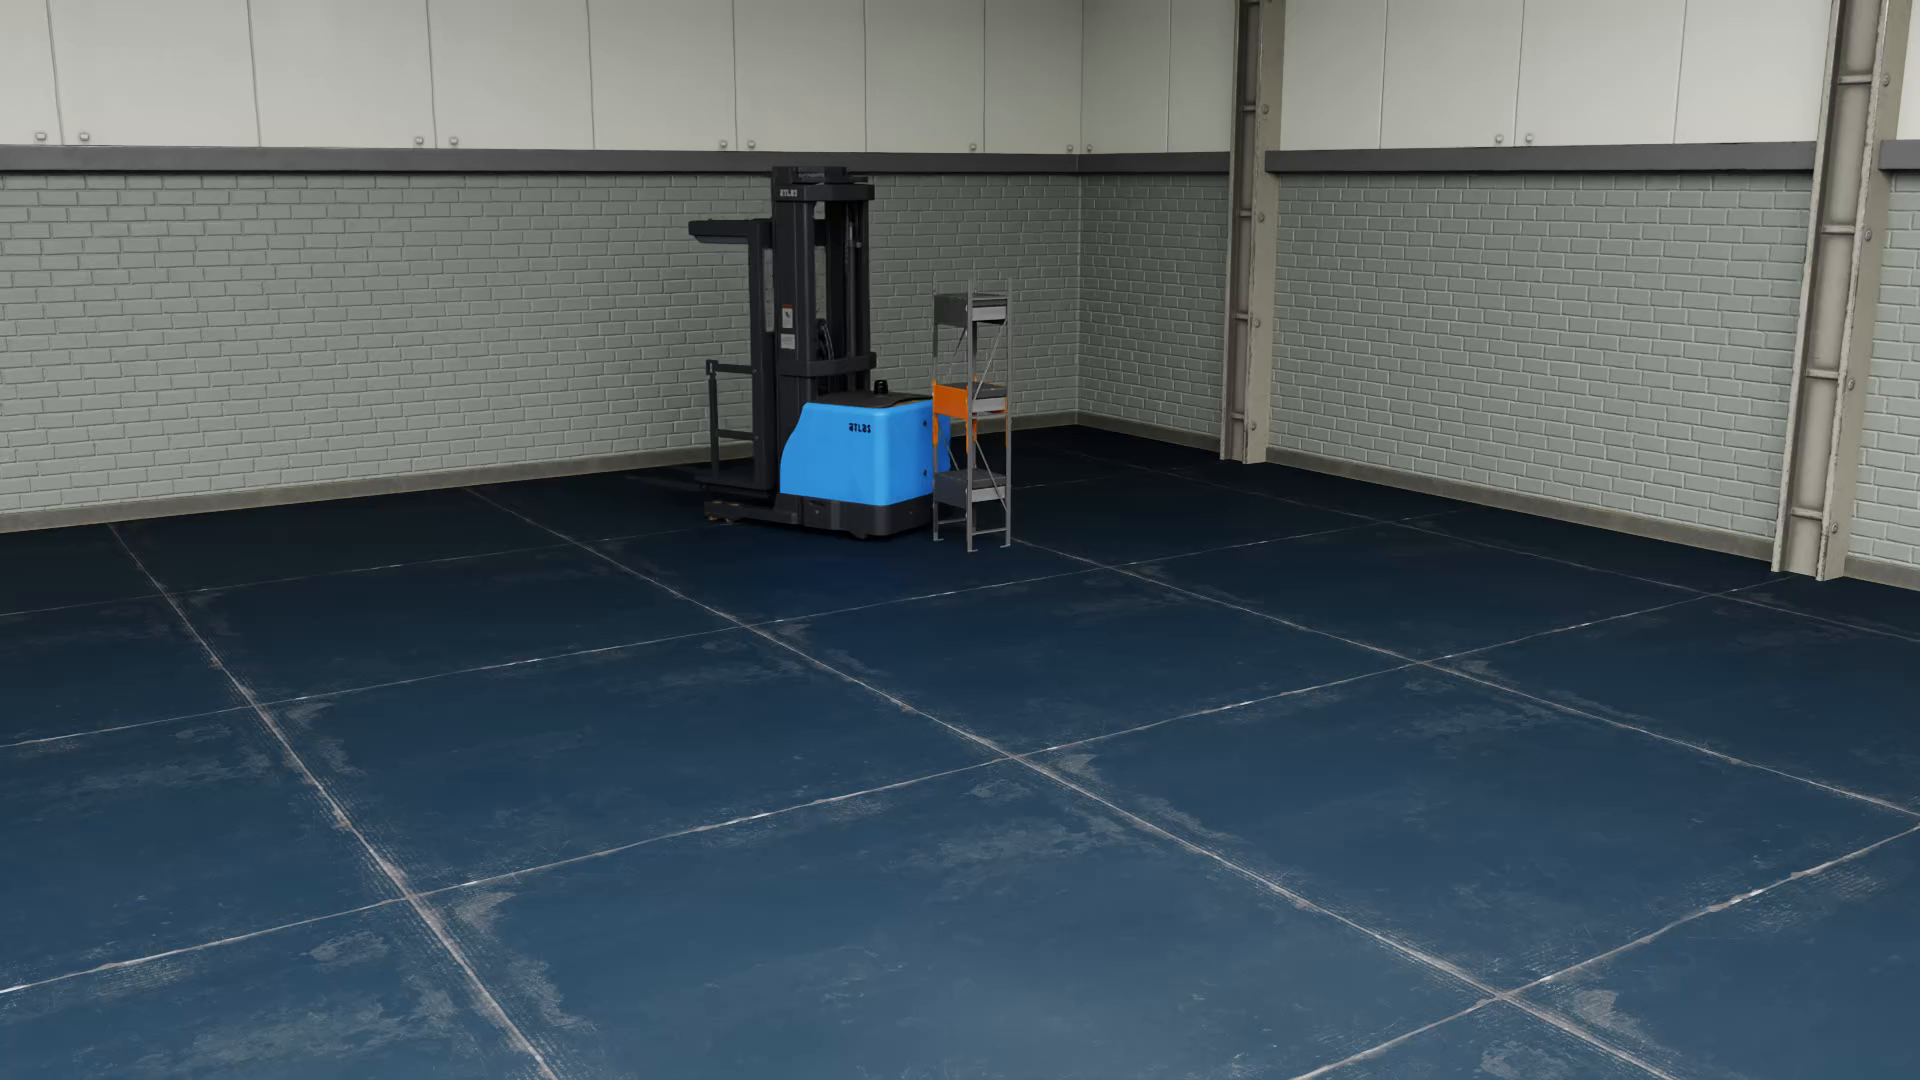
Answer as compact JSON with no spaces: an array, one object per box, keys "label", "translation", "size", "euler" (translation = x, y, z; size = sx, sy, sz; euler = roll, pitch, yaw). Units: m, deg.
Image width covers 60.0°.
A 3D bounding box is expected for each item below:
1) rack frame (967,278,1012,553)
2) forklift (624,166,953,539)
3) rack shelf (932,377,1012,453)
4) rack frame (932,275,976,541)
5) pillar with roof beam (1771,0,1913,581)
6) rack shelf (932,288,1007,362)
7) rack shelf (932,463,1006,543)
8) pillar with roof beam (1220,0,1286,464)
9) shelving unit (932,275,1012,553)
[{"label":"rack frame","translation":[0.227,-0.953,12.804],"size":[0.400,2.100,0.015],"euler":[-8,15,-33]},{"label":"forklift","translation":[-1.572,-1.659,14.087],"size":[3.031,2.935,1.130],"euler":[8,15,33]},{"label":"rack shelf","translation":[0.092,-0.983,13.006],"size":[0.431,0.518,0.480],"euler":[-8,15,-33]},{"label":"rack frame","translation":[-0.043,-1.040,13.201],"size":[0.400,2.100,0.015],"euler":[-8,15,-33]},{"label":"pillar with roof beam","translation":[2.662,-3.643,8.958],"size":[9.100,9.000,0.400],"euler":[-8,15,-33]},{"label":"rack shelf","translation":[0.092,-1.667,12.856],"size":[0.431,0.518,0.480],"euler":[-8,15,-33]},{"label":"rack shelf","translation":[0.092,-0.299,13.155],"size":[0.431,0.518,0.480],"euler":[-8,15,-33]},{"label":"pillar with roof beam","translation":[-0.663,-4.710,13.838],"size":[9.100,9.000,0.400],"euler":[-8,15,-33]},{"label":"shelving unit","translation":[0.092,-0.996,13.003],"size":[0.431,2.100,0.503],"euler":[-8,15,-33]}]
